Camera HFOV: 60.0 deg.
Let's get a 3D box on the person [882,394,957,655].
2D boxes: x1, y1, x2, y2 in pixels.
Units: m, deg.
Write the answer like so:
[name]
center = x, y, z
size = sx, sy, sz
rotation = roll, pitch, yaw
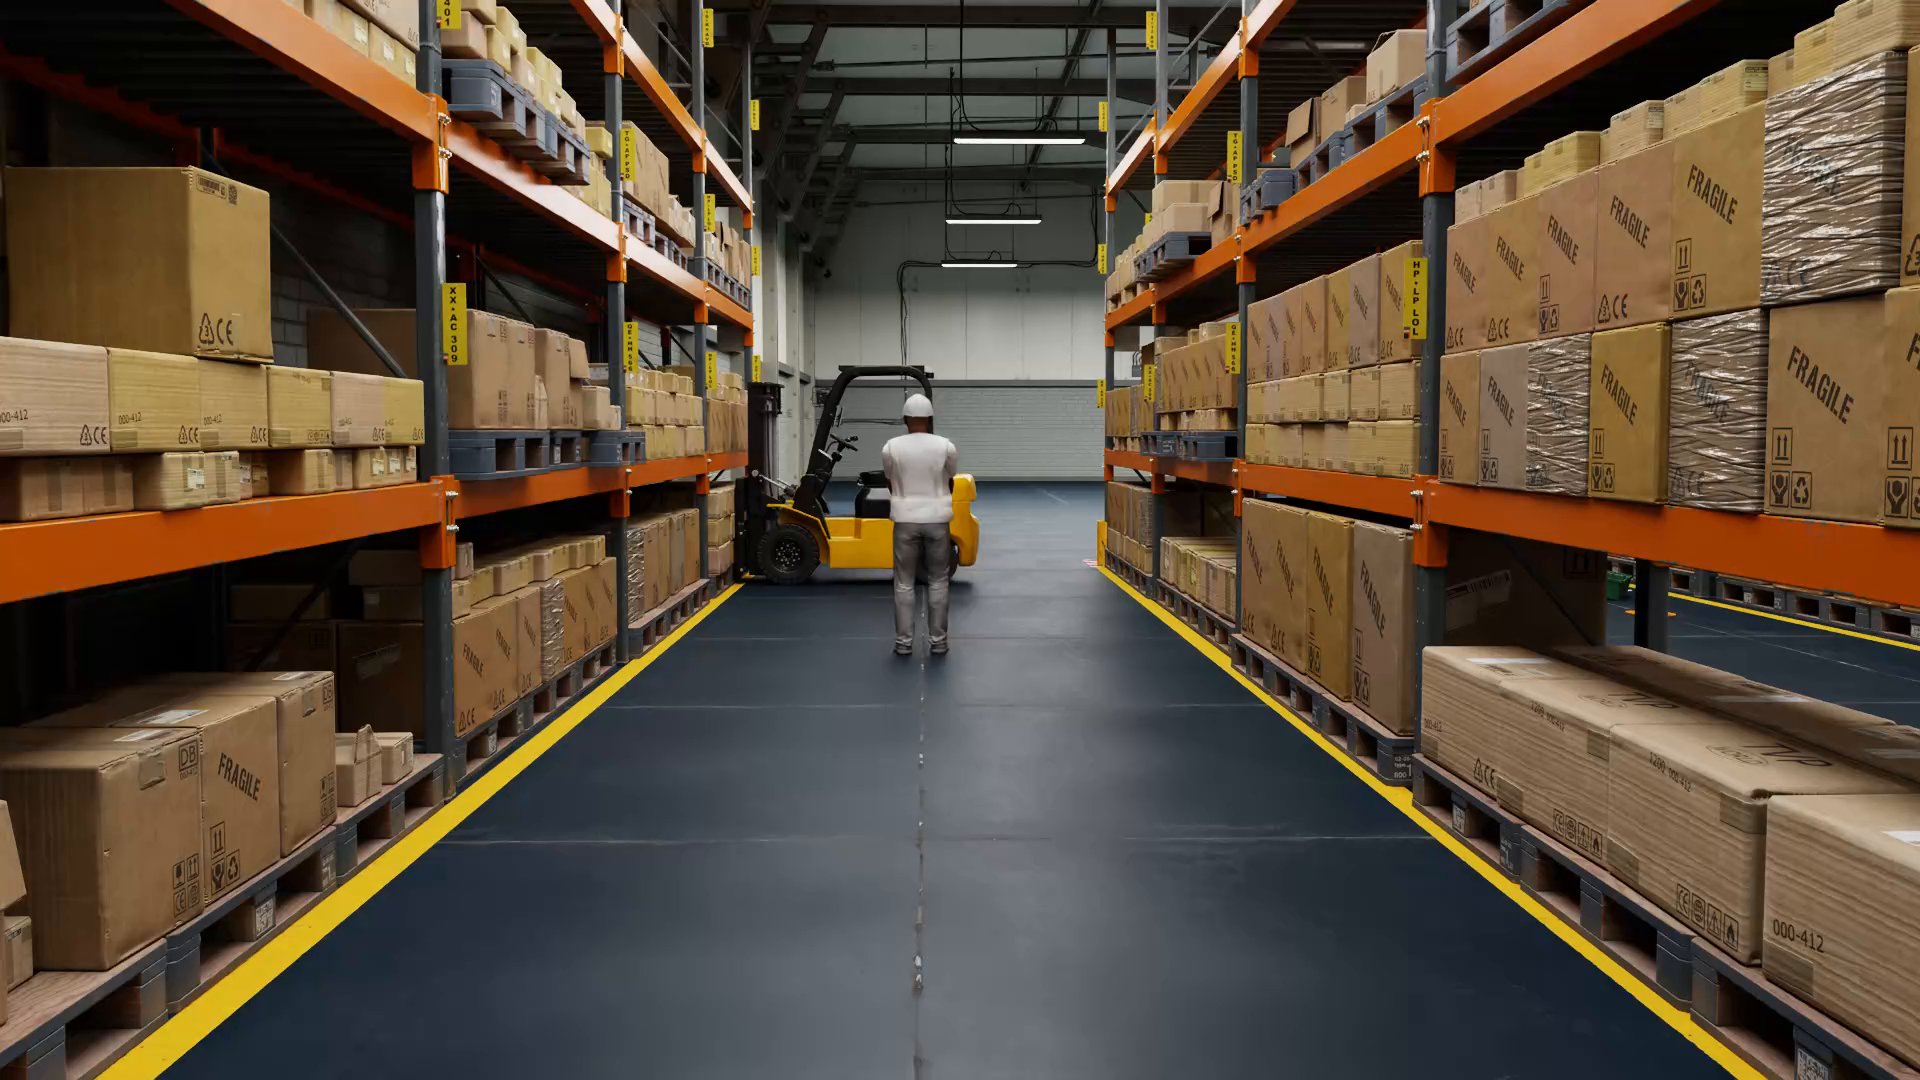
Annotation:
[person]
center = -0.274, -0.114, 11.359
size = 0.503, 1.760, 0.586
rotation = 0, 4, 0
